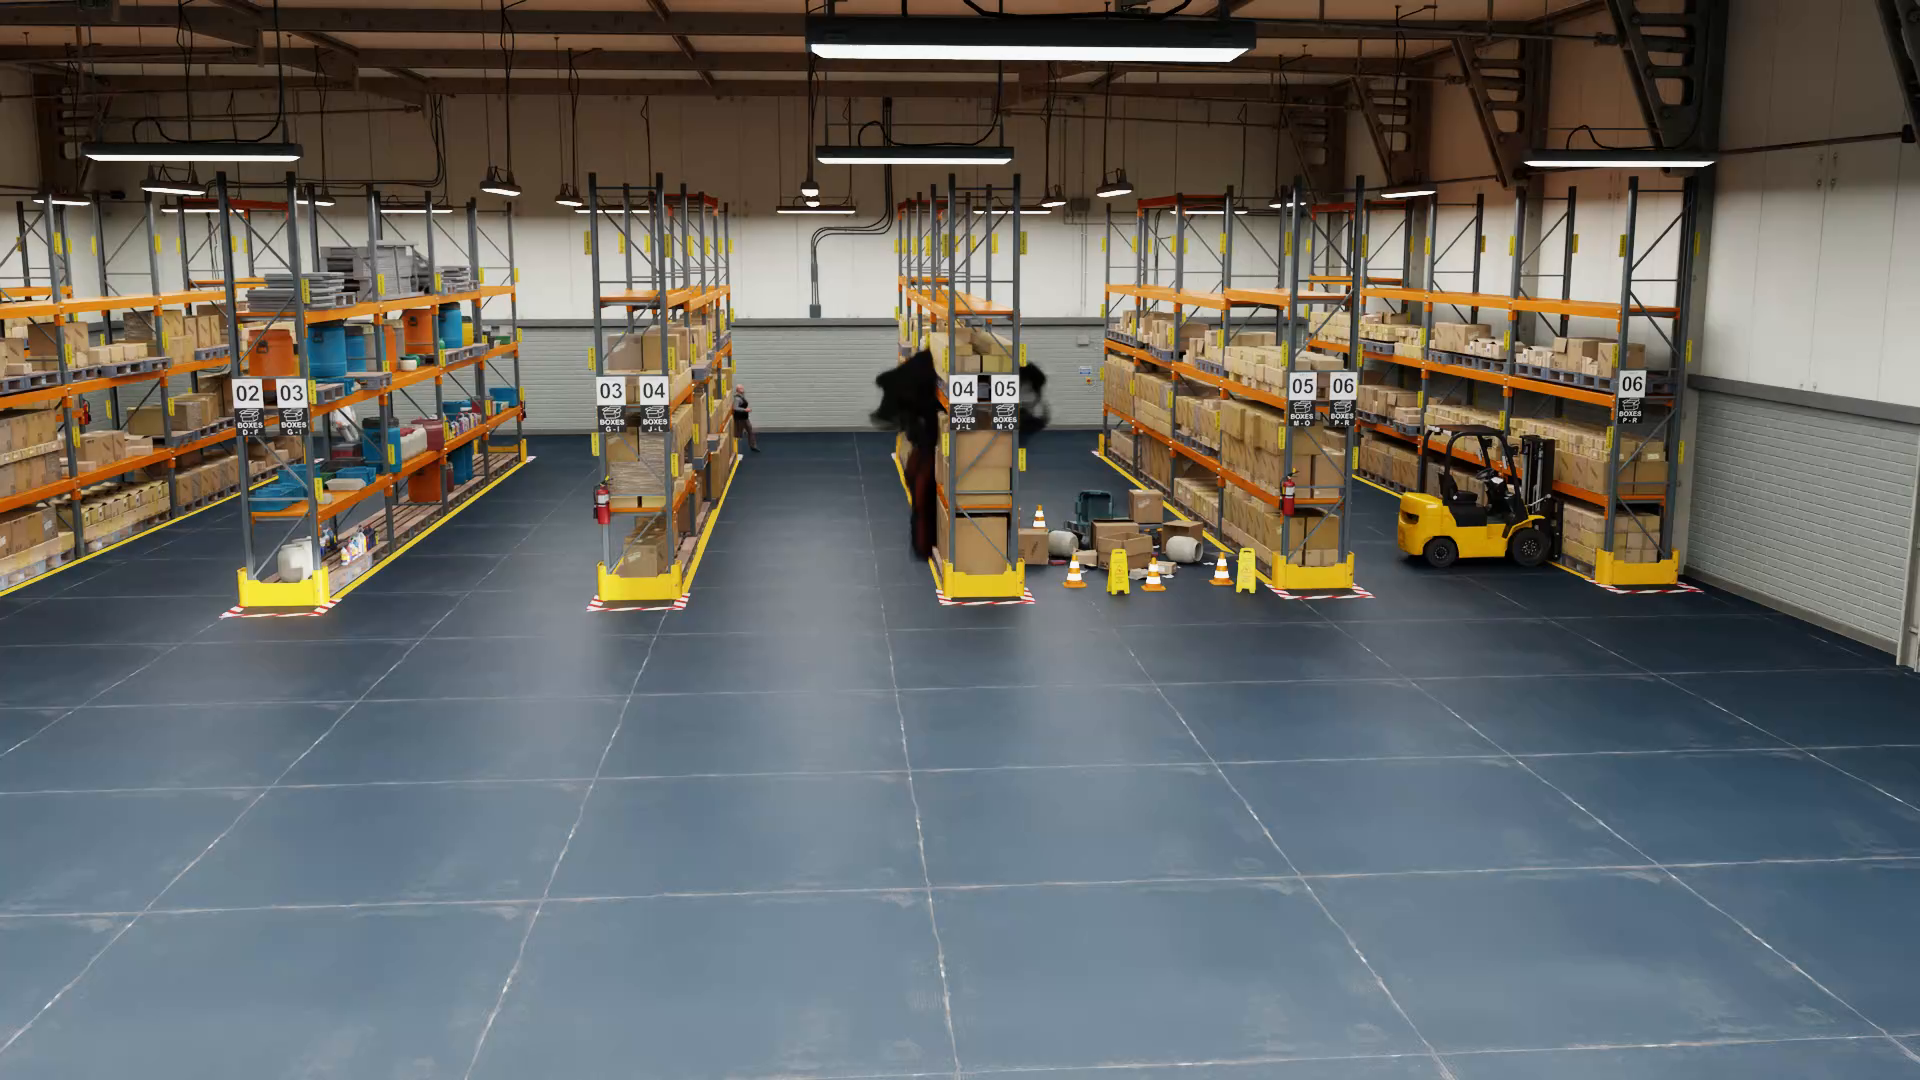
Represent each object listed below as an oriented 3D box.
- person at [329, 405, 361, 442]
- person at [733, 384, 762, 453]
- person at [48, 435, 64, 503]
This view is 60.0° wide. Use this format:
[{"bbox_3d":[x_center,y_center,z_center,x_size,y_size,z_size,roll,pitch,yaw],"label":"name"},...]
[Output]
[{"bbox_3d":[-14.499,-2.711,39.197,0.531,1.689,0.707,8,13,39],"label":"person"},{"bbox_3d":[-5.340,-2.931,40.399,0.936,1.705,0.694,2,10,9],"label":"person"},{"bbox_3d":[-17.464,-1.429,31.989,0.599,1.731,0.918,-2,10,-13],"label":"person"}]
